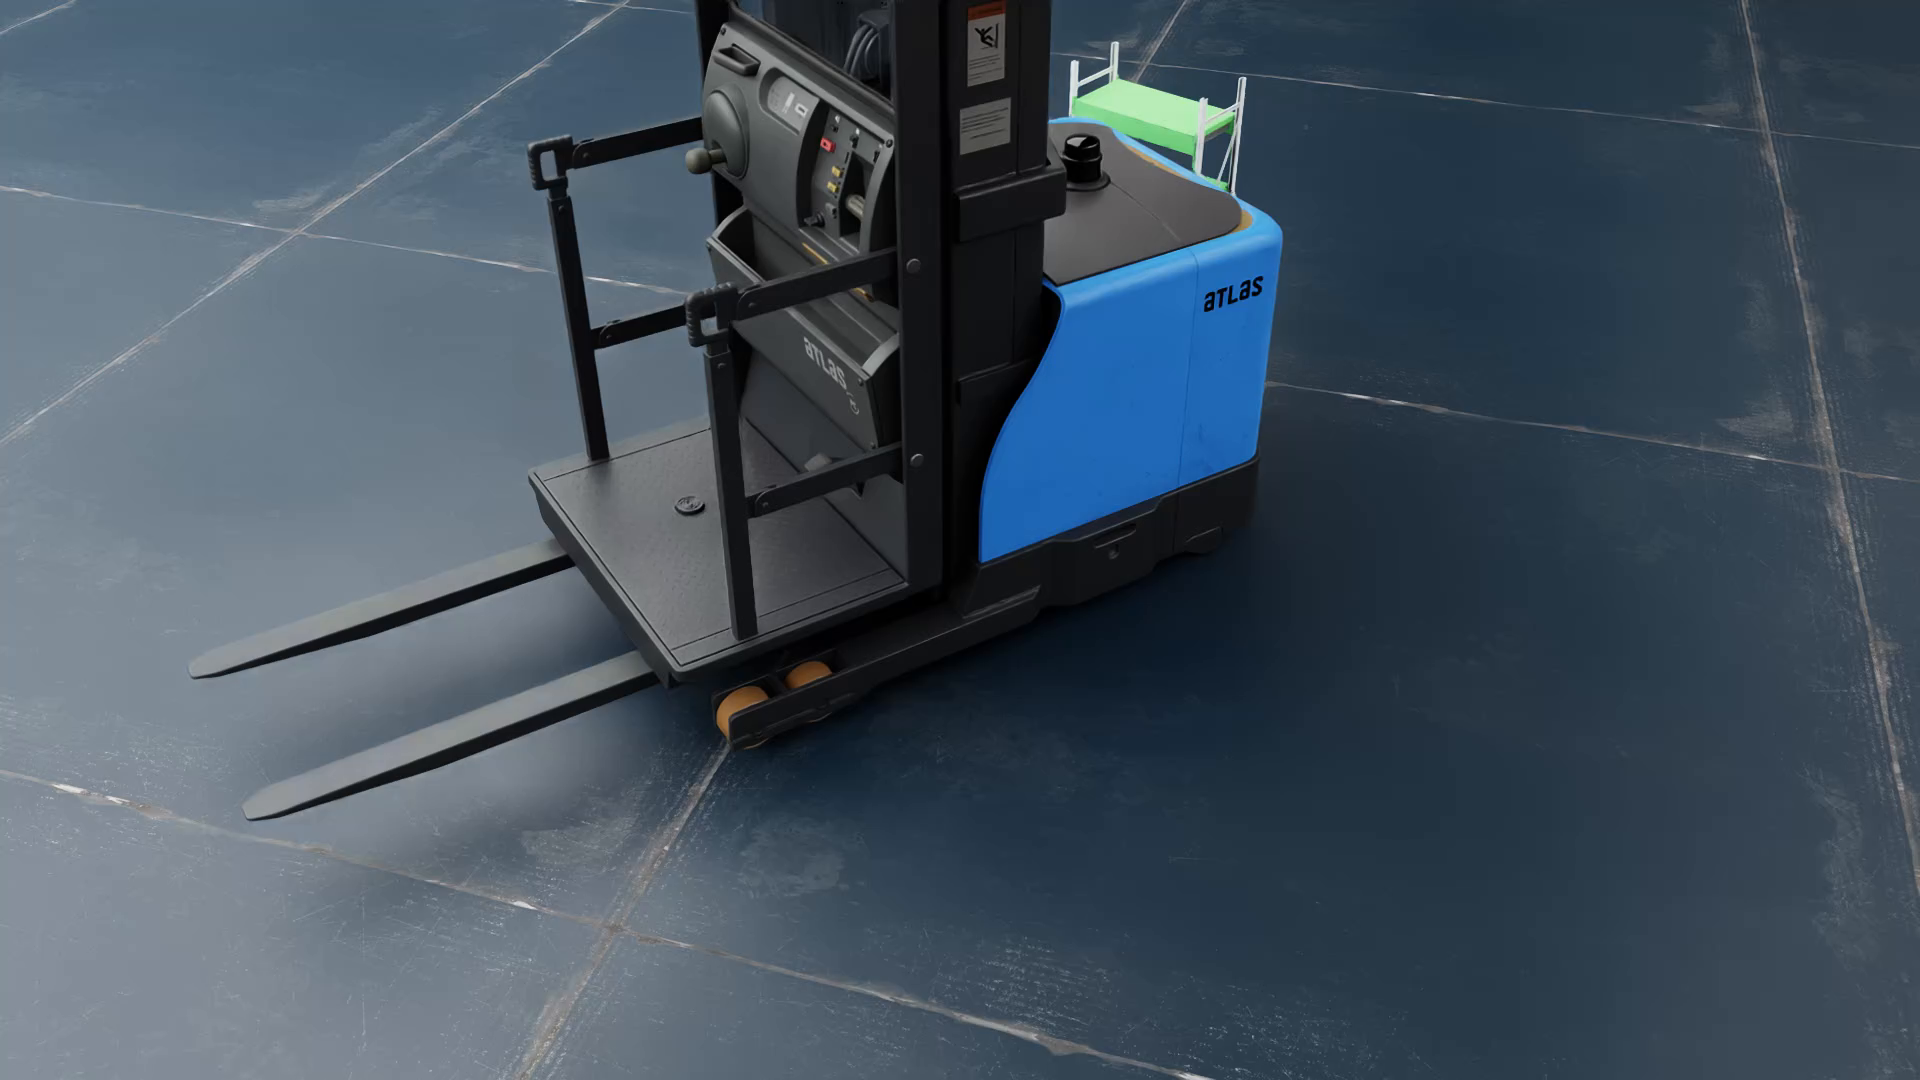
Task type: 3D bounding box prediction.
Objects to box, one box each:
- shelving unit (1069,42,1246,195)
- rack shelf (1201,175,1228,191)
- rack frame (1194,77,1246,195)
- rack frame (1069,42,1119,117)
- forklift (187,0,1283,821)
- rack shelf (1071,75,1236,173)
[{"bbox_3d":[0.624,-0.998,5.594,0.503,1.200,0.258,27,44,31],"label":"shelving unit"},{"bbox_3d":[0.624,-1.140,5.490,0.480,0.148,0.258,27,44,31],"label":"rack shelf"},{"bbox_3d":[0.810,-0.905,5.467,0.015,1.200,0.240,27,44,31],"label":"rack frame"},{"bbox_3d":[0.437,-1.092,5.721,0.015,1.200,0.240,27,44,31],"label":"rack frame"},{"bbox_3d":[-0.596,-0.977,4.105,3.031,2.935,1.130,-20,41,-25],"label":"forklift"},{"bbox_3d":[0.624,-1.333,5.347,0.480,0.148,0.258,27,44,31],"label":"rack shelf"}]
